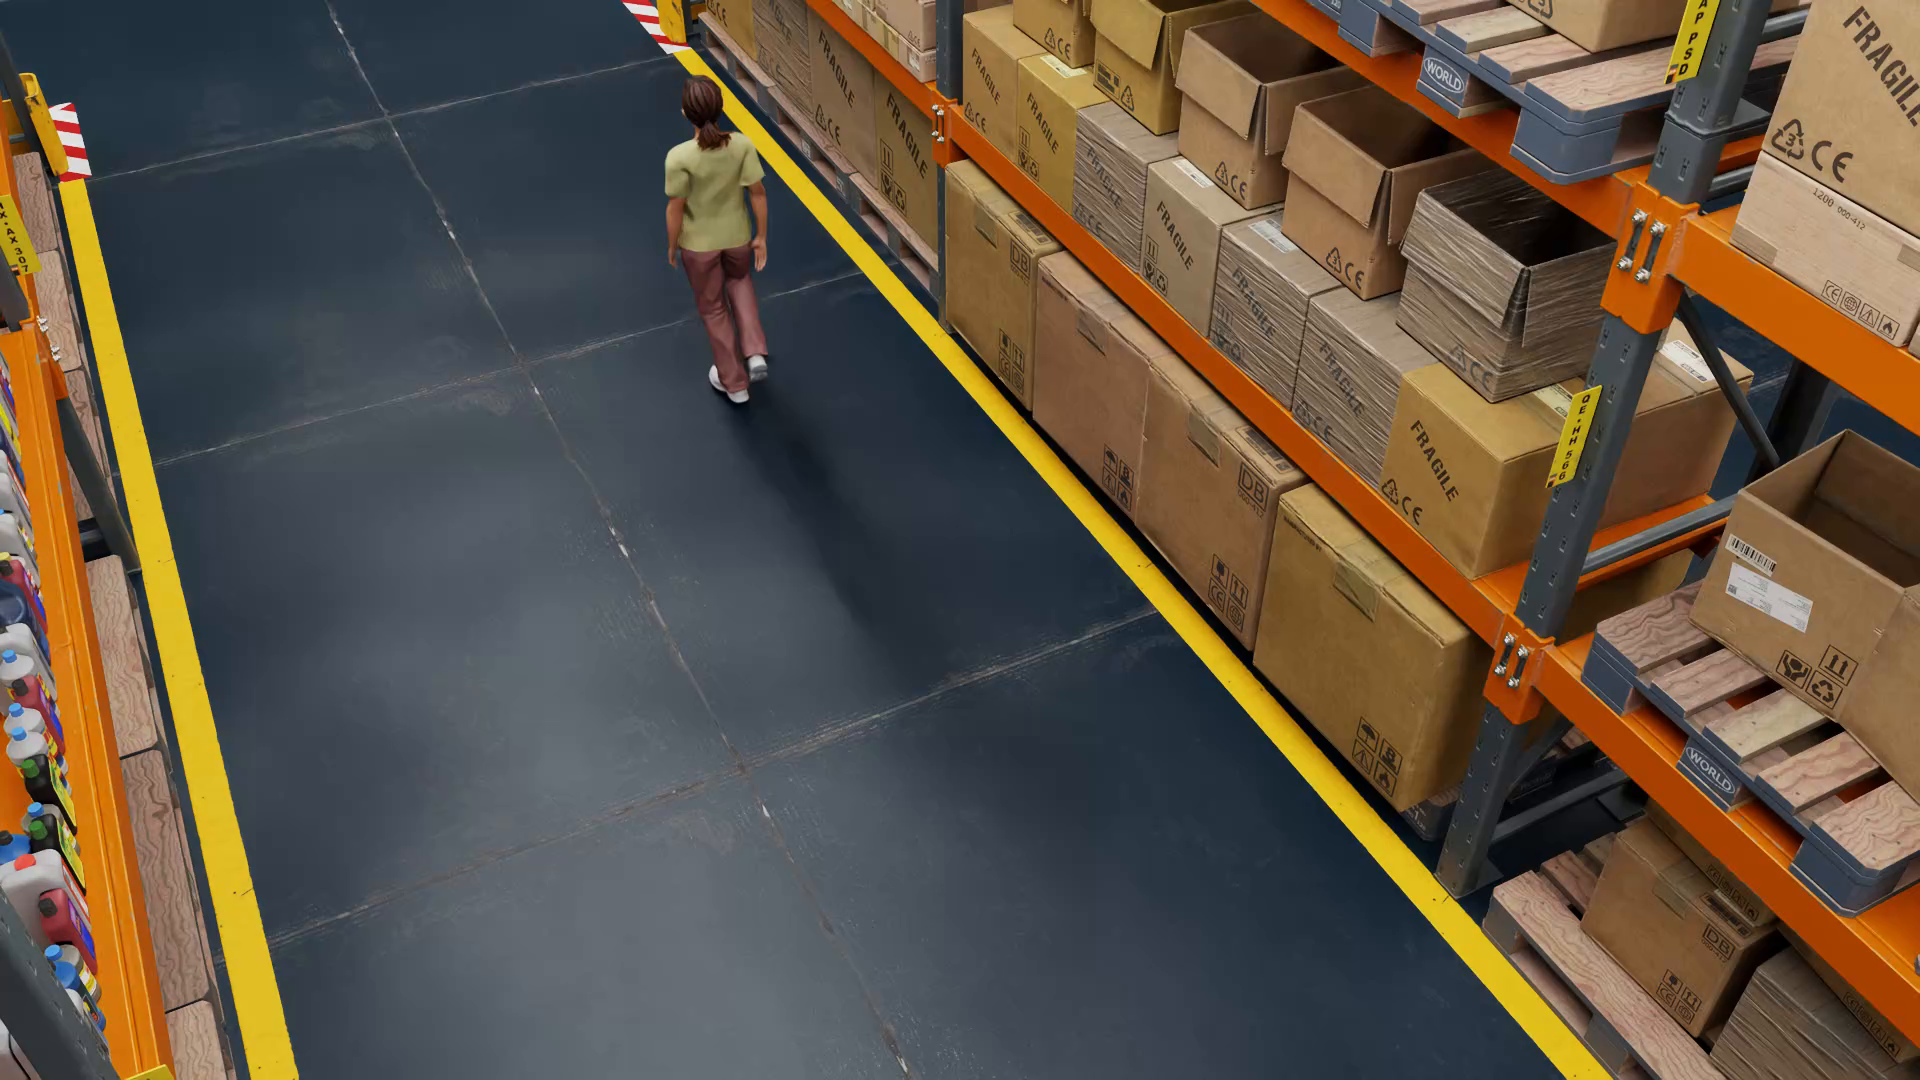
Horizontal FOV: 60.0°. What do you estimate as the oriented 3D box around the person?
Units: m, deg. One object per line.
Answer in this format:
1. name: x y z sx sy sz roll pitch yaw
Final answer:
1. person: -1.137 -1.391 7.704 0.452 1.670 0.457 -19 45 -20
